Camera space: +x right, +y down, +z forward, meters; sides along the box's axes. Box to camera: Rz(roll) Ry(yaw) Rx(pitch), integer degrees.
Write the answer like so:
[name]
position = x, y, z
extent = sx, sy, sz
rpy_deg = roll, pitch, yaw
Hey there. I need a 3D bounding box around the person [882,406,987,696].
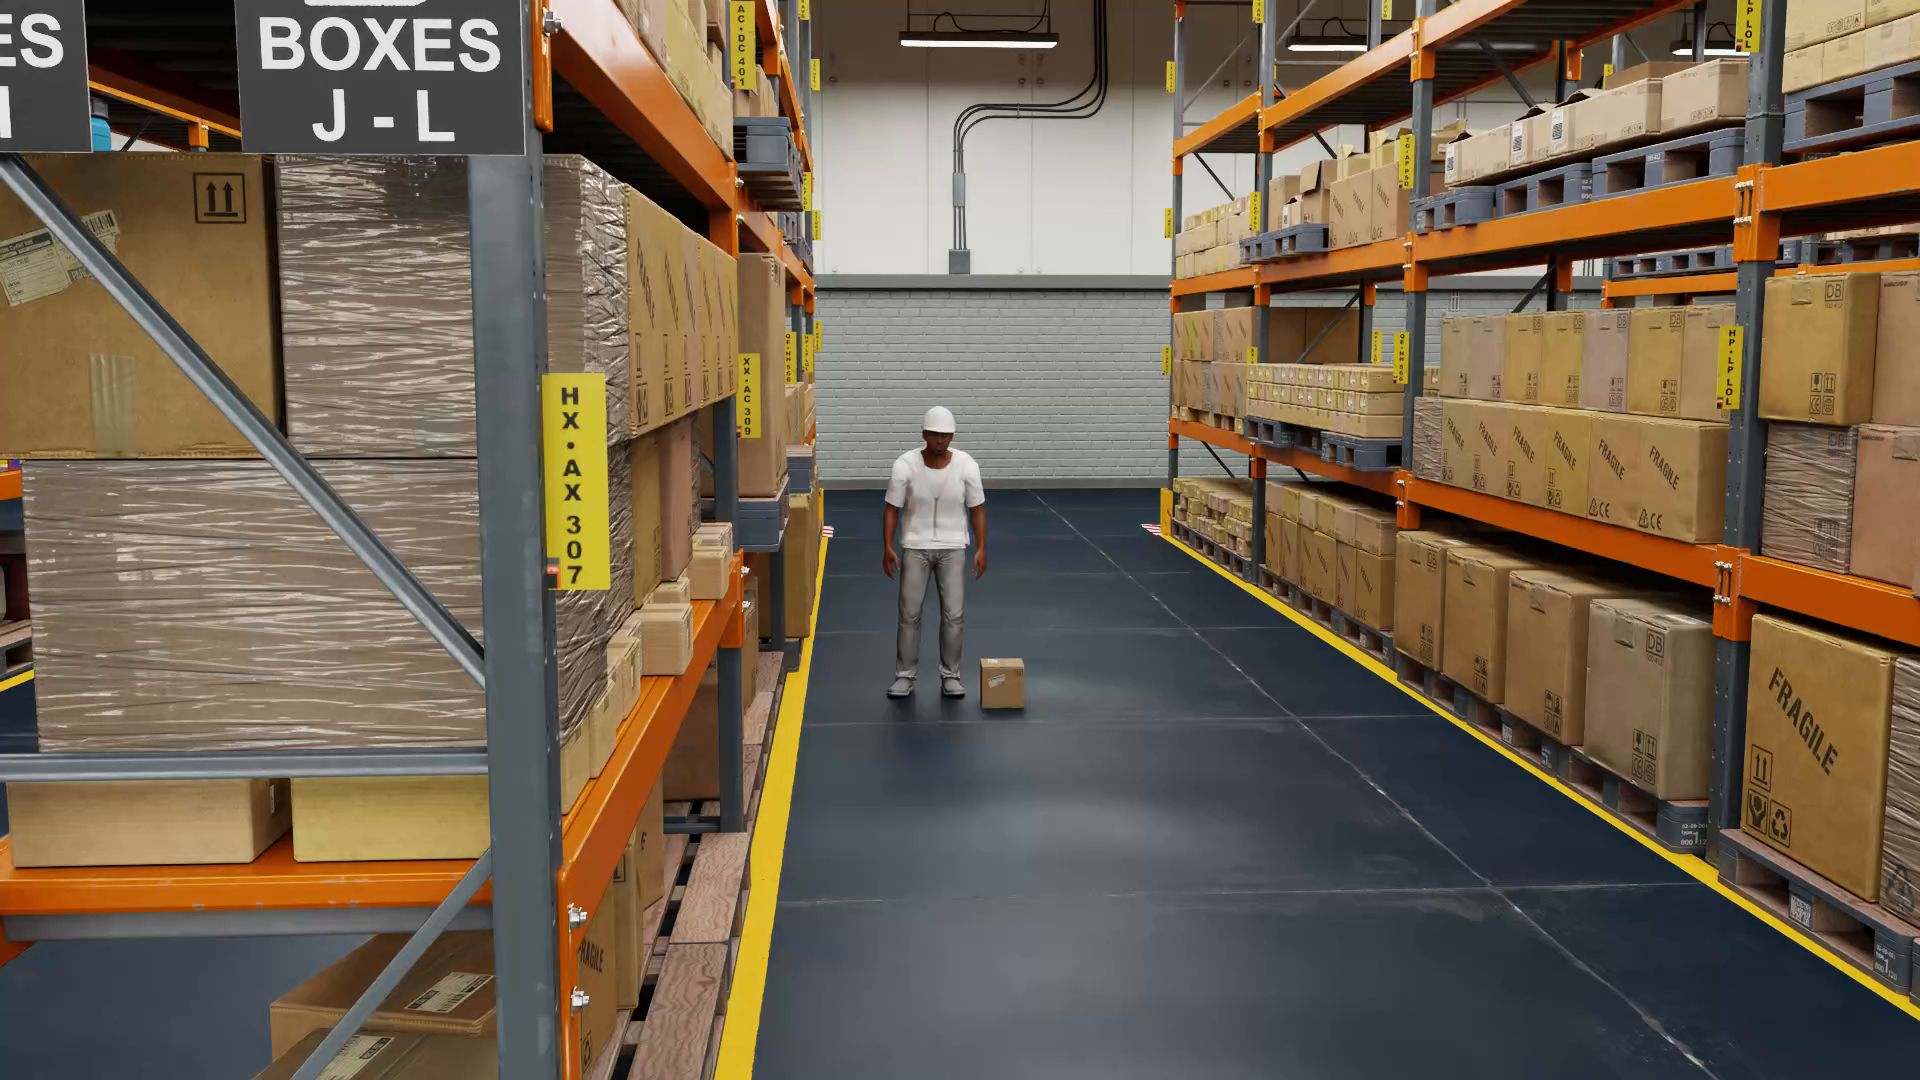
[person]
position = -0.153, 0.068, 10.094
extent = 0.636, 1.761, 0.454
rpy_deg = 0, 7, -3
